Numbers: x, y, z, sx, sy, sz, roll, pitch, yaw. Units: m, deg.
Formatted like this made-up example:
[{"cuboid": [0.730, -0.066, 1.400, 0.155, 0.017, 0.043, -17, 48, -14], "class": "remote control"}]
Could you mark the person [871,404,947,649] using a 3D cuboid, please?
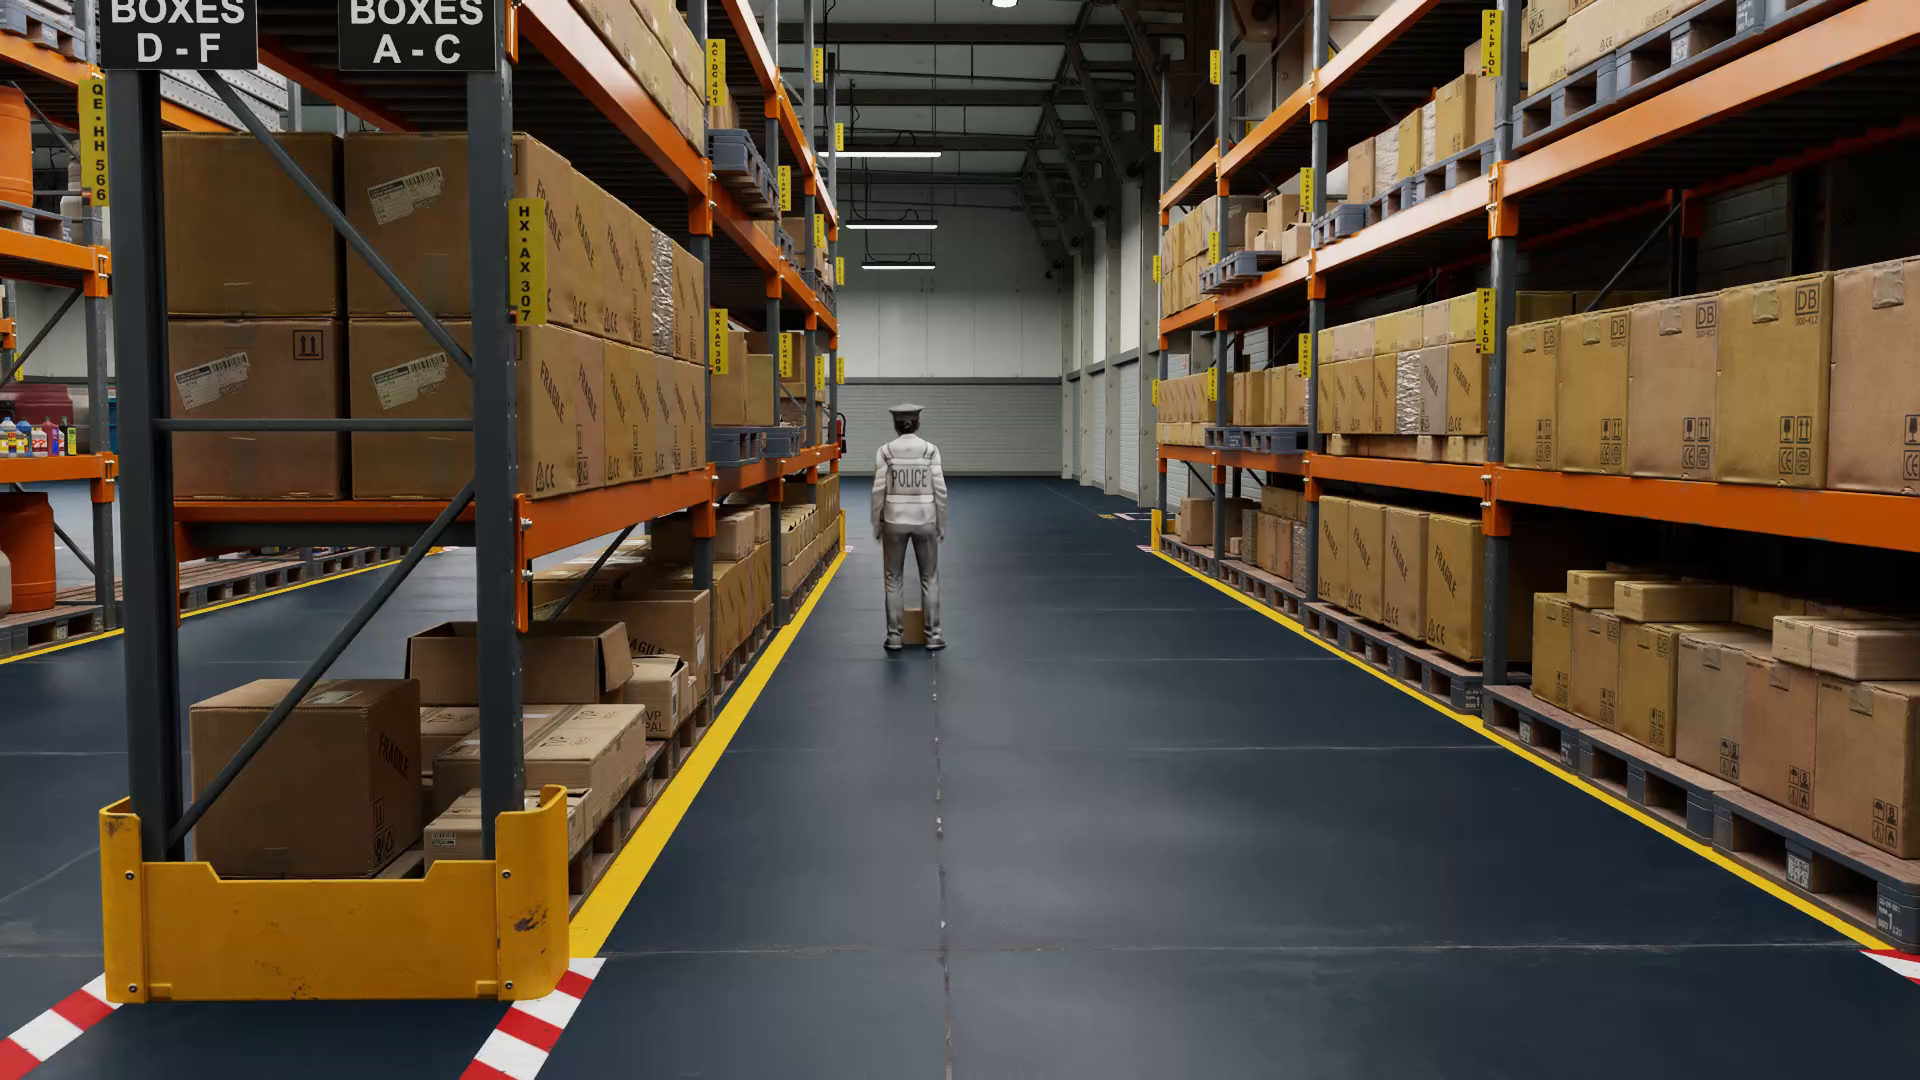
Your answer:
[{"cuboid": [-0.346, -0.087, 11.268, 0.517, 1.663, 0.367, 0, 4, -3], "class": "person"}]
